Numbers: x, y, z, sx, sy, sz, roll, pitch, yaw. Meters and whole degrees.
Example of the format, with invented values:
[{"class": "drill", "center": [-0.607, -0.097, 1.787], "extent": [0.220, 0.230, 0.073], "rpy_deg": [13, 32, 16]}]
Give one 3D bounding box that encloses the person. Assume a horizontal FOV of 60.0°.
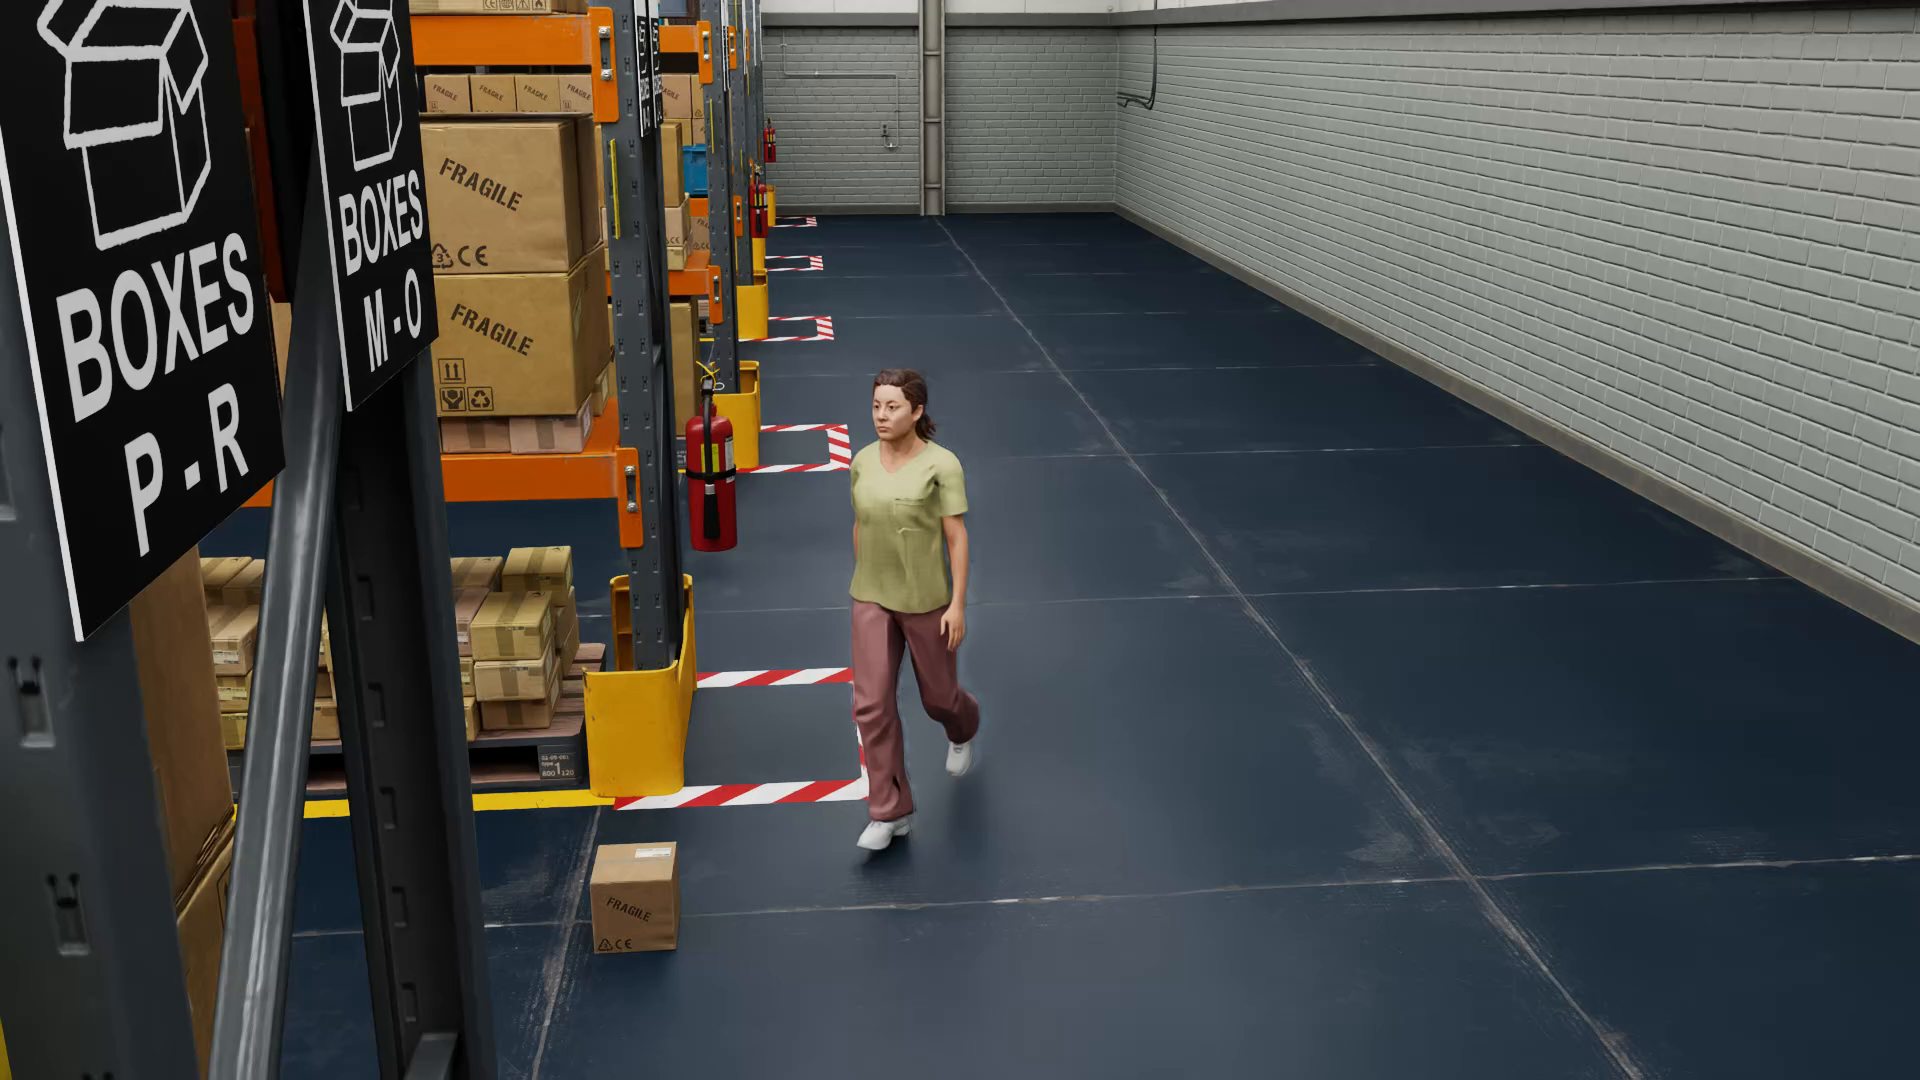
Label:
[{"class": "person", "center": [-0.173, 0.204, 5.854], "extent": [0.469, 1.642, 0.877], "rpy_deg": [5, 18, 17]}]
